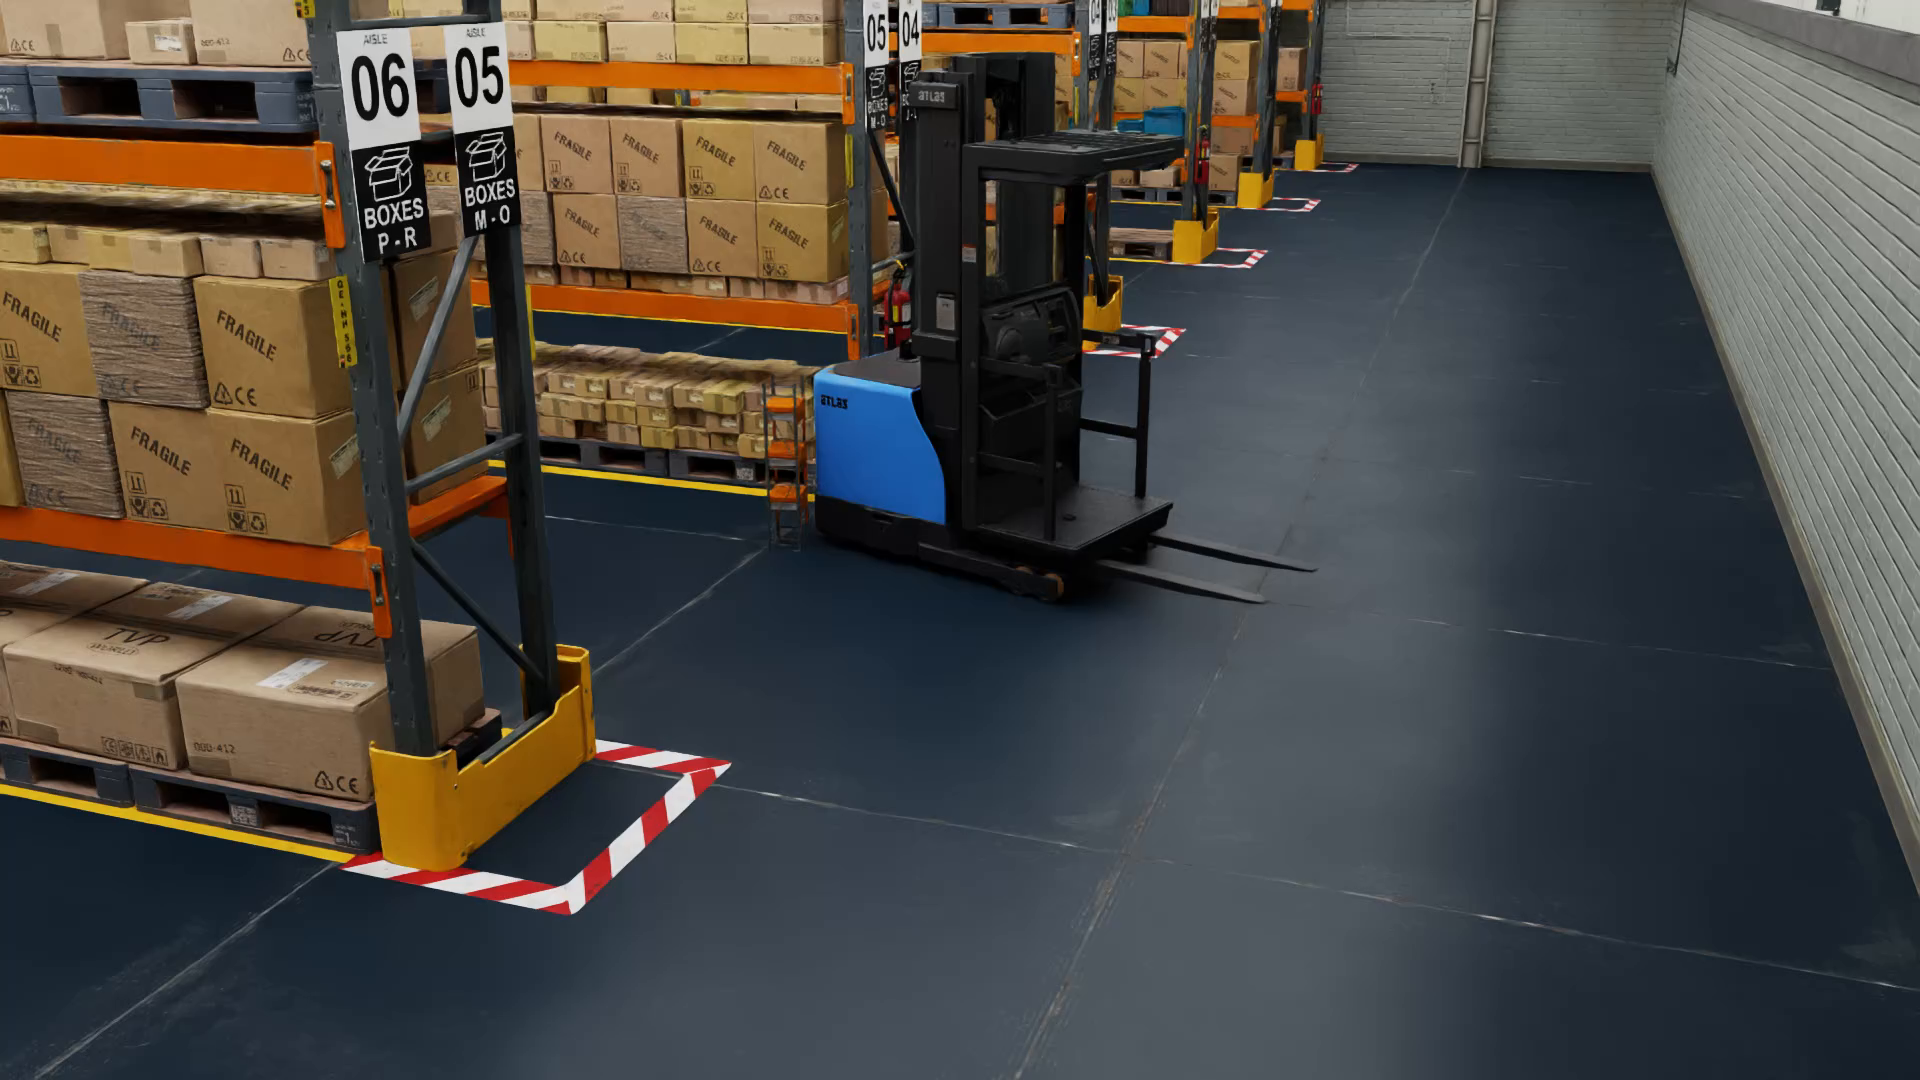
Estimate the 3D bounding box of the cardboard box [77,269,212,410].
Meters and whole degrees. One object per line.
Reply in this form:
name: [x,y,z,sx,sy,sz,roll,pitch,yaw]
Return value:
cardboard box: [-3.056,-0.836,6.571,0.500,0.500,0.500,7,20,18]

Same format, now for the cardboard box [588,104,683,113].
cardboard box: [-2.273,-2.802,11.758,0.500,0.500,0.500,6,20,16]

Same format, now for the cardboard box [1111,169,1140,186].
cardboard box: [2.485,-5.712,25.354,0.637,0.503,0.797,7,20,18]

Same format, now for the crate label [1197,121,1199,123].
crate label: [2.733,-4.991,20.325,0.303,0.233,0.416,7,20,18]

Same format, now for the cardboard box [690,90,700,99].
cardboard box: [-4.293,-7.318,27.219,0.250,0.149,0.380,8,21,22]

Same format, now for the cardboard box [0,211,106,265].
cardboard box: [-3.647,-1.215,6.670,0.250,0.149,0.380,7,20,19]

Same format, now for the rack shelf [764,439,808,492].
rack shelf: [-1.060,-0.457,10.147,0.215,0.259,0.240,2,19,6]

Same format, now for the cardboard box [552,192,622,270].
cardboard box: [-2.434,-2.164,11.447,0.500,0.500,0.500,8,21,21]

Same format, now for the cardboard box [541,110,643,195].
cardboard box: [-2.478,-2.638,11.287,0.500,0.500,0.500,6,20,16]

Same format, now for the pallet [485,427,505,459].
pallet: [-3.623,-0.896,12.648,1.213,0.211,1.003,7,20,18]

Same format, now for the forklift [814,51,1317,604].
forklift: [0.581,-1.226,9.464,3.031,2.935,1.130,14,24,34]

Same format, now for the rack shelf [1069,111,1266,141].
rack shelf: [2.598,-6.329,25.092,4.000,0.370,1.077,7,20,18]

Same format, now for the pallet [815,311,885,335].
pallet: [-0.697,-2.251,16.535,1.213,0.211,1.003,7,20,18]

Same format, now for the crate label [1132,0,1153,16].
crate label: [2.093,-6.459,20.042,0.502,0.251,0.408,7,20,18]

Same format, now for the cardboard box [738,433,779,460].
cardboard box: [-1.332,-0.682,11.492,0.250,0.149,0.380,7,20,20]

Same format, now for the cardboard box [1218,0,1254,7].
cardboard box: [3.915,-7.772,23.809,0.500,0.250,0.500,7,20,18]

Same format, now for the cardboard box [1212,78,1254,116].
cardboard box: [3.975,-6.464,24.233,0.500,0.500,0.500,7,20,20]

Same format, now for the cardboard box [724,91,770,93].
cardboard box: [-2.024,-4.262,16.707,0.500,0.500,0.500,7,20,20]

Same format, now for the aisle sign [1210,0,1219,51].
aisle sign: [3.024,-6.225,19.751,0.004,0.787,0.394,7,20,18]

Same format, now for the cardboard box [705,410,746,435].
cardboard box: [-1.574,-0.858,11.545,0.250,0.149,0.380,6,20,16]

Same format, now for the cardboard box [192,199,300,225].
cardboard box: [-2.997,-1.335,7.014,0.250,0.149,0.380,6,20,16]

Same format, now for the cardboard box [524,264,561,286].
cardboard box: [-2.849,-1.896,11.662,0.250,0.149,0.380,7,21,20]

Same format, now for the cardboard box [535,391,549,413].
cardboard box: [-3.015,-1.046,12.085,0.250,0.149,0.380,8,21,21]

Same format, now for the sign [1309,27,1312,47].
sign: [5.918,-8.485,28.064,0.005,0.325,0.100,7,20,18]

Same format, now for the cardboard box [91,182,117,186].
cardboard box: [-6.432,-2.815,12.757,0.250,0.149,0.380,7,20,20]

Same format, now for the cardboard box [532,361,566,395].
cardboard box: [-3.048,-1.171,11.991,0.250,0.149,0.380,7,20,19]

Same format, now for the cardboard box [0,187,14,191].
cardboard box: [-4.463,-1.485,7.447,0.250,0.149,0.380,6,20,18]

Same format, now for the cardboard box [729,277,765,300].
cardboard box: [-1.356,-1.731,11.191,0.250,0.149,0.380,6,20,18]

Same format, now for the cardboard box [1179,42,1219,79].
cardboard box: [3.499,-6.989,24.221,0.500,0.500,0.500,7,20,20]

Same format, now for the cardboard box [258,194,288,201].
cardboard box: [-4.959,-2.504,12.316,0.250,0.149,0.380,7,20,18]

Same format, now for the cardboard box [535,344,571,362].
cardboard box: [-3.136,-1.357,12.525,0.250,0.149,0.380,7,20,20]

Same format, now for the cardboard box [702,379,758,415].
cardboard box: [-1.578,-0.987,11.462,0.250,0.149,0.380,6,20,17]

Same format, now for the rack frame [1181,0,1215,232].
rack frame: [2.858,-4.913,19.937,0.127,3.000,1.000,7,20,18]

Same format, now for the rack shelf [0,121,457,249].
rack shelf: [-3.909,-1.584,6.924,4.000,0.370,1.077,7,20,18]

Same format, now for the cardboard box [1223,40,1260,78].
cardboard box: [4.155,-7.102,24.545,0.500,0.500,0.500,7,20,20]

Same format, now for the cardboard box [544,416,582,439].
cardboard box: [-2.791,-0.859,12.000,0.250,0.149,0.380,6,20,17]

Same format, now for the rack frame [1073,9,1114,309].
rack frame: [1.233,-3.373,15.519,0.127,3.000,1.000,7,20,18]

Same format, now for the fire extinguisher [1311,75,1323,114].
fire extinguisher: [6.100,-7.621,28.389,0.183,0.674,0.296,7,20,18]

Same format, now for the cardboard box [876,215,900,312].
cardboard box: [-0.258,-2.711,16.208,0.875,0.875,0.875,7,20,18]

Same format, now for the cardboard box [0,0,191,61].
cardboard box: [-3.417,-2.089,6.623,0.500,0.311,0.500,7,20,19]

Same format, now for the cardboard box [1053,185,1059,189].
cardboard box: [0.688,-3.412,15.408,0.500,0.250,0.500,6,20,17]

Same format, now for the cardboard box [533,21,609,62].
cardboard box: [-2.464,-3.316,11.026,0.500,0.250,0.500,7,21,20]

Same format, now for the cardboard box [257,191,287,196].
cardboard box: [-4.966,-2.646,12.272,0.250,0.149,0.380,6,20,16]

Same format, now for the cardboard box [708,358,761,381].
cardboard box: [-1.631,-1.197,12.067,0.250,0.149,0.380,6,20,15]

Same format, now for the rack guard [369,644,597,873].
rack guard: [-1.997,0.891,7.083,0.348,0.500,1.175,7,20,18]

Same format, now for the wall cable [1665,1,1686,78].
wall cable: [11.335,-8.638,26.226,0.112,2.526,3.097,7,20,18]

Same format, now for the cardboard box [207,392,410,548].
cardboard box: [-2.562,-0.309,6.576,0.500,0.500,0.500,7,20,18]

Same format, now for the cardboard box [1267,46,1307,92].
cardboard box: [5.624,-8.187,28.873,0.700,0.700,0.980,7,21,21]

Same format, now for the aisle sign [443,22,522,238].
aisle sign: [-1.856,-1.602,6.488,0.004,0.787,0.394,7,20,18]

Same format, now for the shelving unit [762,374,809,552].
shelving unit: [-1.060,-0.467,10.144,0.215,1.050,0.252,2,19,6]

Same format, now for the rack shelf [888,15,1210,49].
rack shelf: [0.969,-6.206,20.181,4.000,0.370,1.077,7,20,18]

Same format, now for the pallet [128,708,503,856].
pallet: [-2.800,0.963,7.316,1.213,0.211,1.003,7,20,18]

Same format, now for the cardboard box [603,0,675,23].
cardboard box: [-1.975,-3.505,10.809,0.500,0.250,0.500,7,20,19]

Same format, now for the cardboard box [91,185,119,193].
cardboard box: [-6.440,-2.673,12.801,0.250,0.149,0.380,6,20,18]
